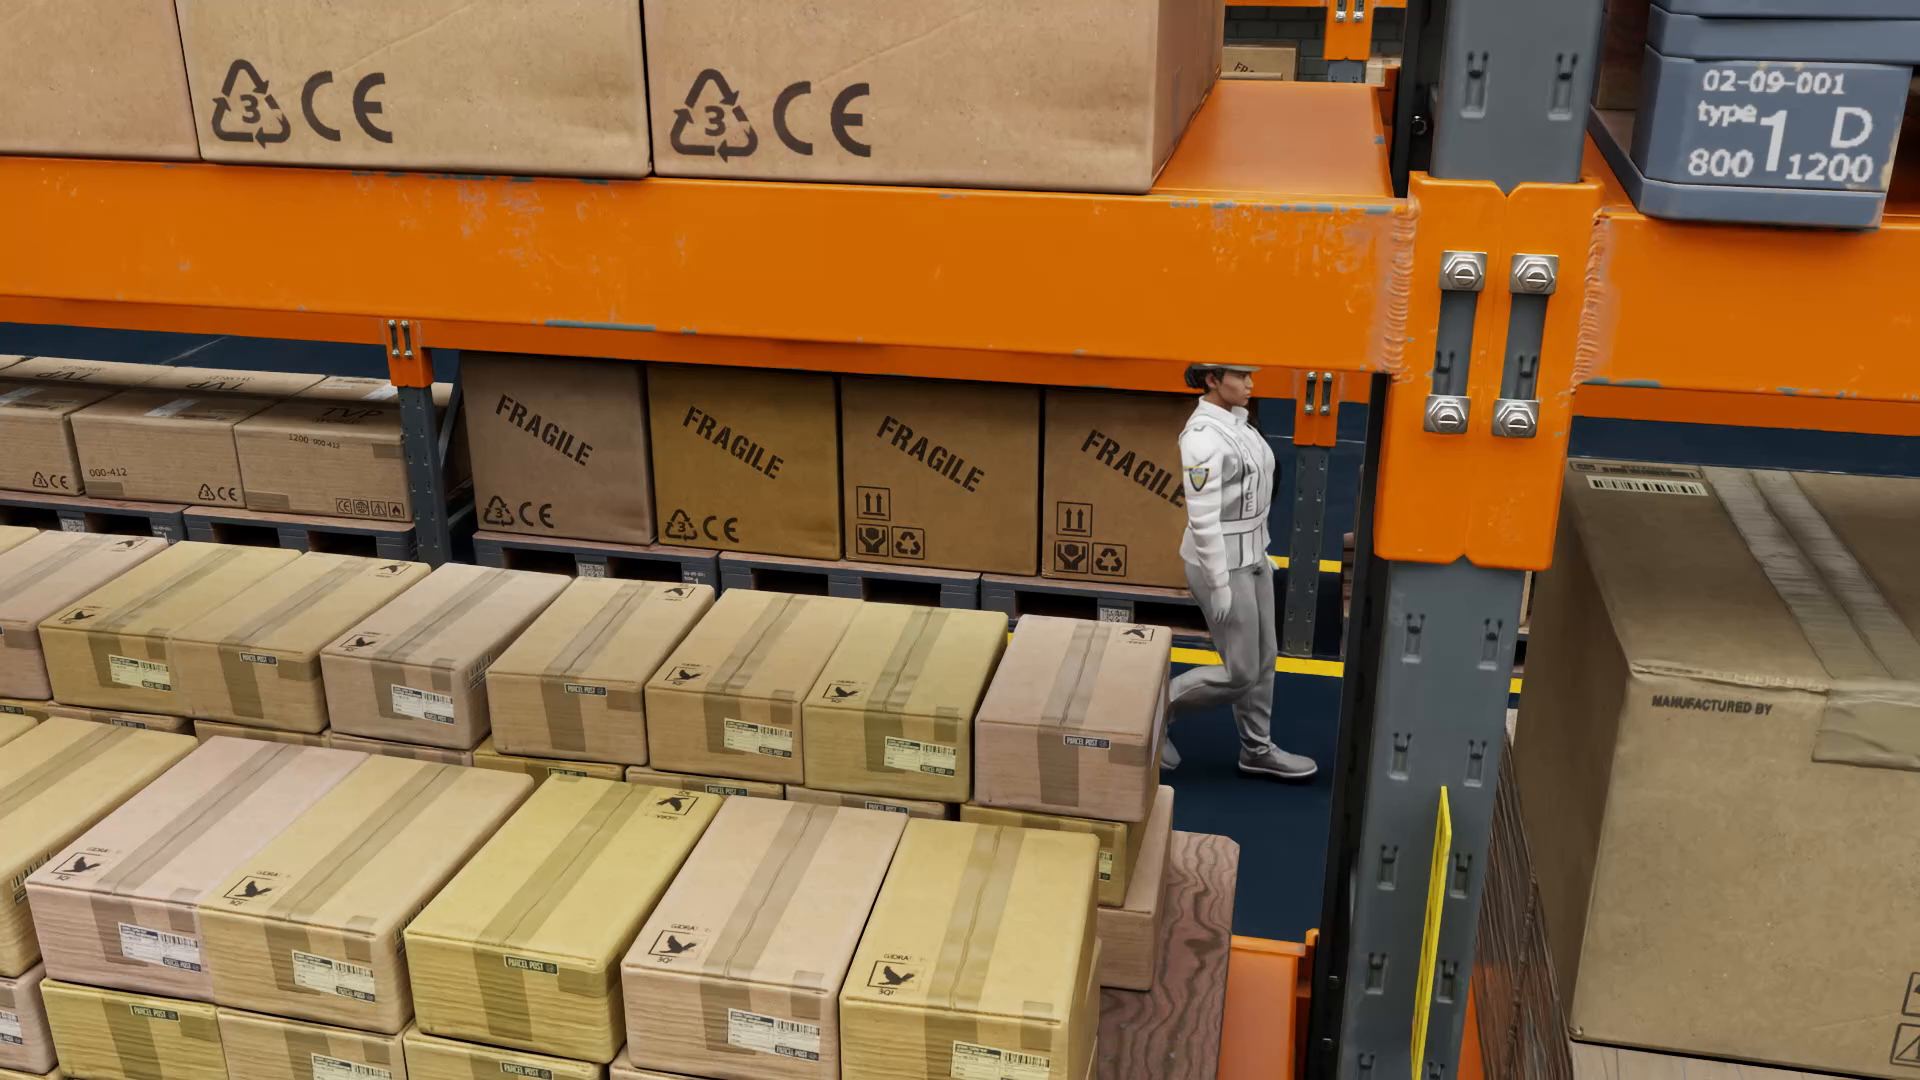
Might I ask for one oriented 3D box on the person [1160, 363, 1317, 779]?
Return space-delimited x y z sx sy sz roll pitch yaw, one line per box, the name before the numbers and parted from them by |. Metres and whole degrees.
person | 0.962 0.077 5.825 0.676 1.659 0.507 9 23 21
